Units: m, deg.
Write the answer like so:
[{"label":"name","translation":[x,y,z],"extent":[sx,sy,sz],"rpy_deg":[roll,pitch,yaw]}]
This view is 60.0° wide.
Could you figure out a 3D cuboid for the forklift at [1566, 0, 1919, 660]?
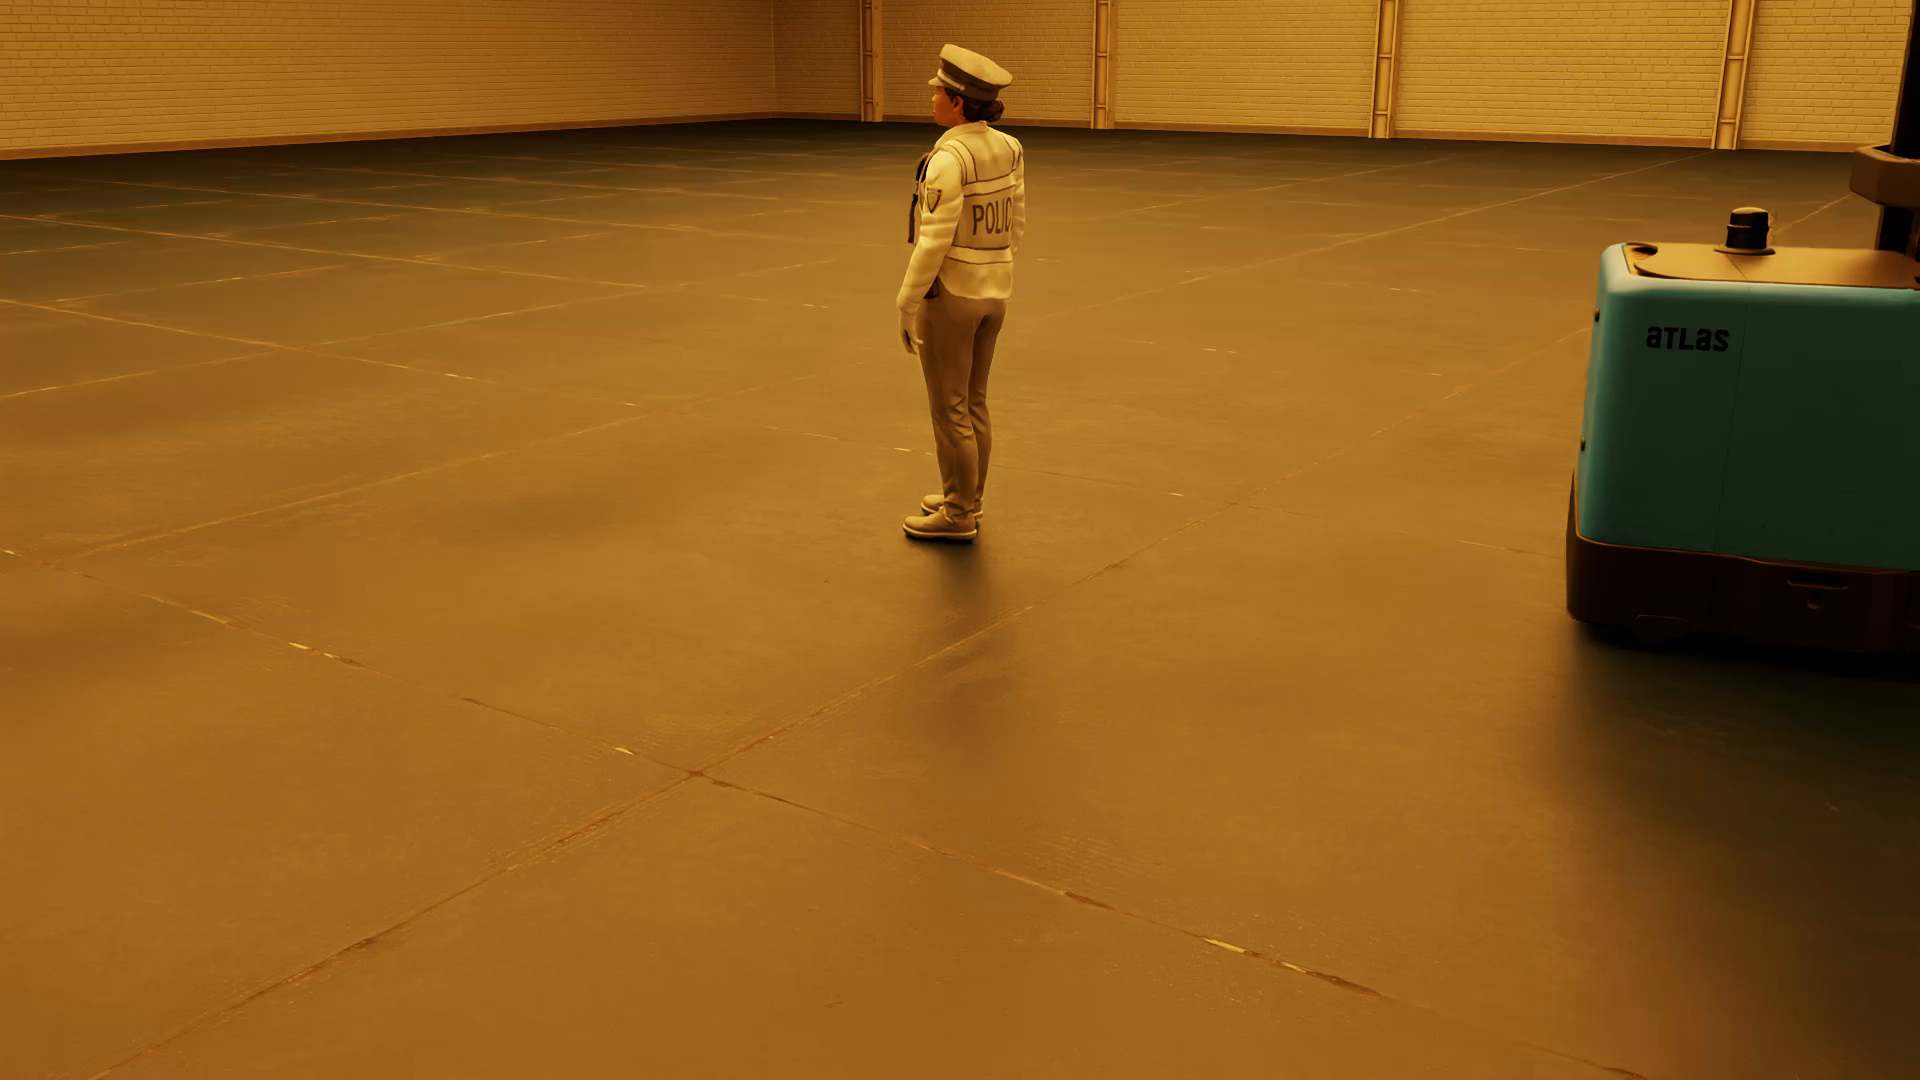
[{"label":"forklift","translation":[3.395,-1.098,4.505],"extent":[3.031,2.935,1.130],"rpy_deg":[6,18,18]}]

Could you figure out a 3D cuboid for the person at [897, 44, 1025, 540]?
[{"label":"person","translation":[-0.053,-0.829,5.746],"extent":[0.531,1.692,0.588],"rpy_deg":[11,20,33]}]
